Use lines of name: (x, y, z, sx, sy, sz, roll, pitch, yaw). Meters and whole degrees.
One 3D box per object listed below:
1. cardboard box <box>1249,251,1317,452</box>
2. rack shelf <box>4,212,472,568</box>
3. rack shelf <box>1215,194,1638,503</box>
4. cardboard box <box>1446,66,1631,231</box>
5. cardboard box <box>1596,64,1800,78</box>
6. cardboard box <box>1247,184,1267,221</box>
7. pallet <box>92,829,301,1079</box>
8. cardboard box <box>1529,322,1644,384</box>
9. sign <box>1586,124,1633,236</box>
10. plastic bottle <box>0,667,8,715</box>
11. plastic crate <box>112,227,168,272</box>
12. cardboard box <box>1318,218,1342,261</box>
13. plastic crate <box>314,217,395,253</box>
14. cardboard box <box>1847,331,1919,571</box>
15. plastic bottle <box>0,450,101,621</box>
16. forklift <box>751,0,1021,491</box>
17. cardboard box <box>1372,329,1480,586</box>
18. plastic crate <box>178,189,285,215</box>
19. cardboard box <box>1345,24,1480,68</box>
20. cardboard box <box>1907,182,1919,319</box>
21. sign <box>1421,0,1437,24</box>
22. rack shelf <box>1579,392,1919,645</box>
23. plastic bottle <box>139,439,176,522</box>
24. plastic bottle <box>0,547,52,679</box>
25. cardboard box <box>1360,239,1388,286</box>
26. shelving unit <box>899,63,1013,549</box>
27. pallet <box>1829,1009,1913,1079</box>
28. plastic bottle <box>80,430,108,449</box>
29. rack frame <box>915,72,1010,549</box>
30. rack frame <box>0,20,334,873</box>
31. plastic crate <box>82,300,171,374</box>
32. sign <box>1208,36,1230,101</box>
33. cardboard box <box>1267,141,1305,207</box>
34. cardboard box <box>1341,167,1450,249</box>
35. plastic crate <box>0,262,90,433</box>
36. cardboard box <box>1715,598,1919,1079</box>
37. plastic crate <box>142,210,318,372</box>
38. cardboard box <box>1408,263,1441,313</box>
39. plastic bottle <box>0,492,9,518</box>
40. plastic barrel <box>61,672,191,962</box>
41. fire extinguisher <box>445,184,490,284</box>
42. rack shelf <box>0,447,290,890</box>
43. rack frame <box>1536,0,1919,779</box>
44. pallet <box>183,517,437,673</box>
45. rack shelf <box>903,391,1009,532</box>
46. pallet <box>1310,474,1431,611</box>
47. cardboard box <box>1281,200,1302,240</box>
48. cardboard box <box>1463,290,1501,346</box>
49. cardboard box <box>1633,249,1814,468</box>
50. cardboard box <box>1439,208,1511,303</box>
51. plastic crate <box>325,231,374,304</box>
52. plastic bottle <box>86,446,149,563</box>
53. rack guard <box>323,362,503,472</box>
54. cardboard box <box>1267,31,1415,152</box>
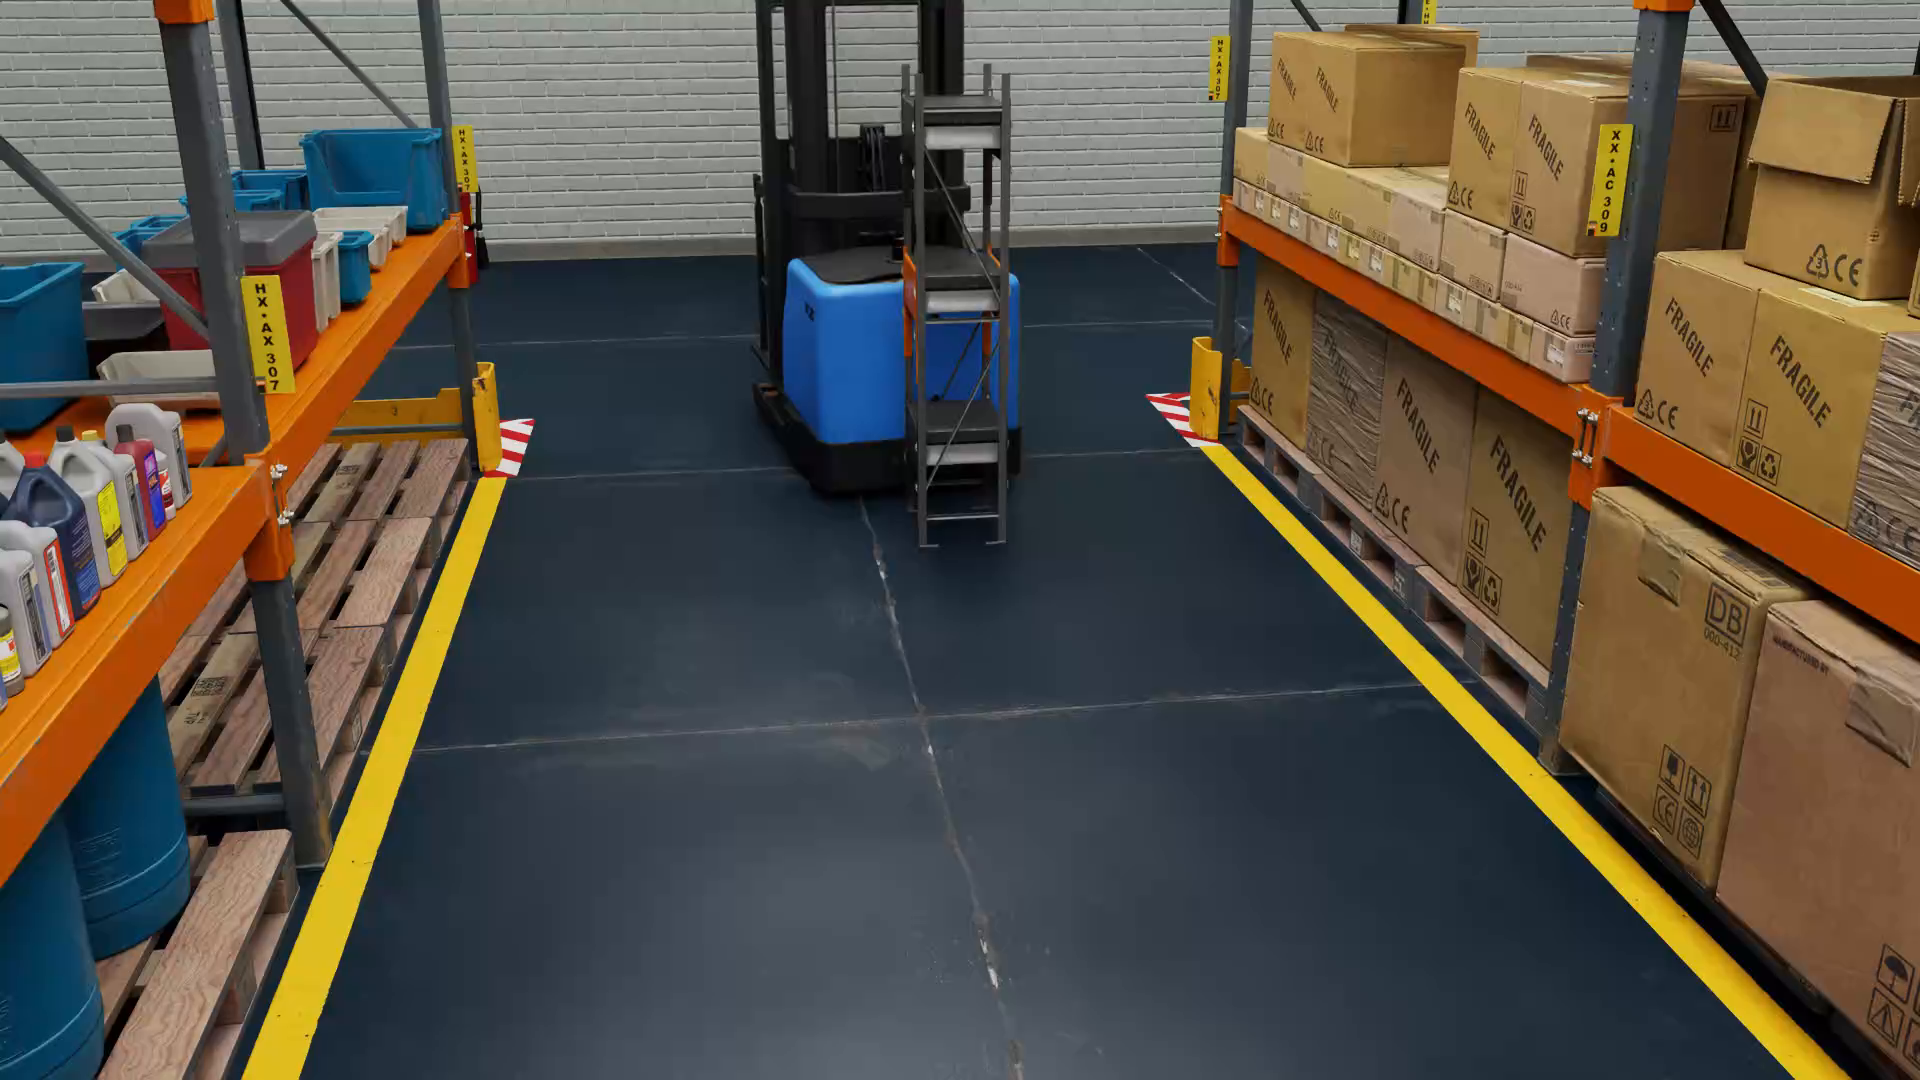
cardboard box: (2.069, -1.019, 8.594, 0.875, 0.875, 0.875, -3, 21, -8)
rack shelf: (-2.715, -0.756, 6.481, 1.077, 0.370, 4.000, -3, 21, -8)
rack shelf: (2.186, -1.006, 7.150, 1.077, 0.370, 4.000, -3, 21, -8)
cardboard box: (2.076, -1.390, 5.868, 0.500, 0.500, 0.500, -3, 21, -7)
cardboard box: (2.595, -1.420, 5.949, 0.500, 0.500, 0.500, -3, 21, -8)
cardboard box: (1.661, -1.689, 8.311, 0.380, 0.149, 0.250, -3, 21, -9)
pallet: (-2.357, 1.175, 4.268, 1.003, 0.211, 1.213, -3, 21, -8)
cardboard box: (2.107, -0.622, 5.452, 0.380, 0.149, 0.250, -3, 21, -7)
sign: (1.926, -1.064, 4.928, 0.100, 0.325, 0.005, -3, 21, -8)
plastic bottle: (-1.872, 0.206, 3.055, 0.152, 0.276, 0.135, -3, 21, -8)
plastic crate: (-3.060, -1.073, 6.456, 0.416, 0.233, 0.300, -3, 21, -8)
cardboard box: (1.810, -1.333, 7.357, 0.380, 0.149, 0.250, -3, 21, -8)
plastic crate: (-2.679, -1.316, 7.243, 0.396, 0.136, 0.243, -3, 21, -8)
cardboard box: (2.439, -0.178, 3.762, 0.500, 0.500, 0.500, -3, 21, -9)
plastic bottle: (-1.944, -0.012, 3.531, 0.144, 0.351, 0.185, -3, 21, -8)
forklift: (-0.585, -2.096, 9.139, 1.130, 2.935, 3.031, -6, 21, -15)
cardboard box: (2.329, -0.396, 6.925, 0.875, 0.875, 0.875, -3, 21, -8)
plastic crate: (-3.198, -1.405, 7.344, 0.416, 0.233, 0.300, -3, 21, -8)
cardboard box: (2.228, -2.300, 8.305, 0.500, 0.500, 0.500, -3, 21, -7)
cardboard box: (2.662, -0.708, 3.748, 0.797, 0.503, 0.637, -3, 21, -7)
sign: (2.437, -2.711, 8.694, 0.100, 0.325, 0.005, -3, 21, -8)
rack shelf: (2.763, 0.379, 3.442, 1.077, 0.370, 4.000, -3, 21, -8)
plastic bottle: (-2.006, -0.148, 4.110, 0.097, 0.201, 0.097, 0, 20, 0)
plastic bottle: (-1.905, 0.126, 3.270, 0.152, 0.276, 0.135, -3, 21, -8)
cardboard box: (1.885, -1.155, 6.880, 0.380, 0.149, 0.250, -3, 21, -7)
shelving unit: (-0.024, -1.041, 7.502, 0.431, 2.100, 0.503, -3, 21, -8)
pallet: (2.840, 1.343, 3.819, 1.003, 0.211, 1.213, -3, 21, -8)
plastic bottle: (-2.171, -0.174, 4.180, 0.097, 0.201, 0.097, 0, 20, 0)
rack frame: (0.011, -0.956, 7.276, 0.400, 2.100, 0.015, -3, 21, -8)
rack frame: (-2.427, -0.400, 4.501, 1.000, 3.000, 0.127, -3, 21, -8)
plastic crate: (-2.854, -0.674, 5.540, 0.437, 0.125, 0.590, -3, 21, -8)
sign: (1.348, -2.452, 8.643, 0.100, 0.325, 0.005, -3, 21, -8)
cardboard box: (1.782, -1.745, 7.890, 0.500, 0.250, 0.500, -3, 21, -8)
cardboard box: (1.931, -1.390, 6.941, 0.500, 0.250, 0.500, -3, 21, -9)
plastic crate: (-2.831, -0.566, 4.880, 0.392, 0.384, 0.575, -3, 21, -8)
cardboard box: (2.716, 0.678, 4.050, 1.225, 0.875, 0.875, -4, 21, -10)
plastic crate: (-2.307, -0.780, 5.341, 0.402, 0.464, 0.583, -3, 21, -8)
cardboard box: (1.958, -0.978, 6.406, 0.380, 0.149, 0.250, -3, 21, -7)
plastic bottle: (-2.086, -0.004, 3.511, 0.144, 0.351, 0.185, -3, 21, -8)
plastic barrel: (-2.365, 0.575, 4.288, 0.600, 0.901, 0.708, -3, 21, -8)
fire extinguisher: (-2.575, -1.650, 8.489, 0.296, 0.674, 0.183, -3, 21, -8)
rack shelf: (-2.138, 0.629, 2.773, 1.077, 0.370, 4.000, -3, 21, -8)
rack frame: (2.475, -0.650, 5.170, 1.000, 3.000, 0.127, -3, 21, -8)
pallet: (-2.750, 0.230, 6.799, 1.003, 0.211, 1.213, -3, 21, -8)
rack shelf: (-0.024, -0.372, 7.752, 0.431, 0.518, 0.480, -3, 21, -8)
pallet: (2.263, -0.034, 7.507, 1.003, 0.211, 1.213, -3, 21, -8)
cardboard box: (1.737, -1.510, 7.832, 0.380, 0.149, 0.250, -3, 21, -9)
cardboard box: (2.032, -0.800, 5.929, 0.380, 0.149, 0.250, -3, 21, -9)
cardboard box: (2.294, -0.525, 4.692, 0.500, 0.500, 0.500, -3, 21, -8)
cardboard box: (2.074, -1.038, 5.997, 0.500, 0.250, 0.500, -2, 21, -6)
plastic crate: (-2.453, -1.037, 6.359, 0.416, 0.233, 0.300, -3, 21, -8)
plastic bottle: (-1.997, -0.096, 3.863, 0.152, 0.276, 0.135, -3, 21, -8)
rack guard: (-3.019, -0.622, 8.667, 1.175, 0.500, 0.348, -3, 21, -8)
cardboard box: (1.772, -2.103, 7.776, 0.500, 0.500, 0.500, -3, 21, -9)
